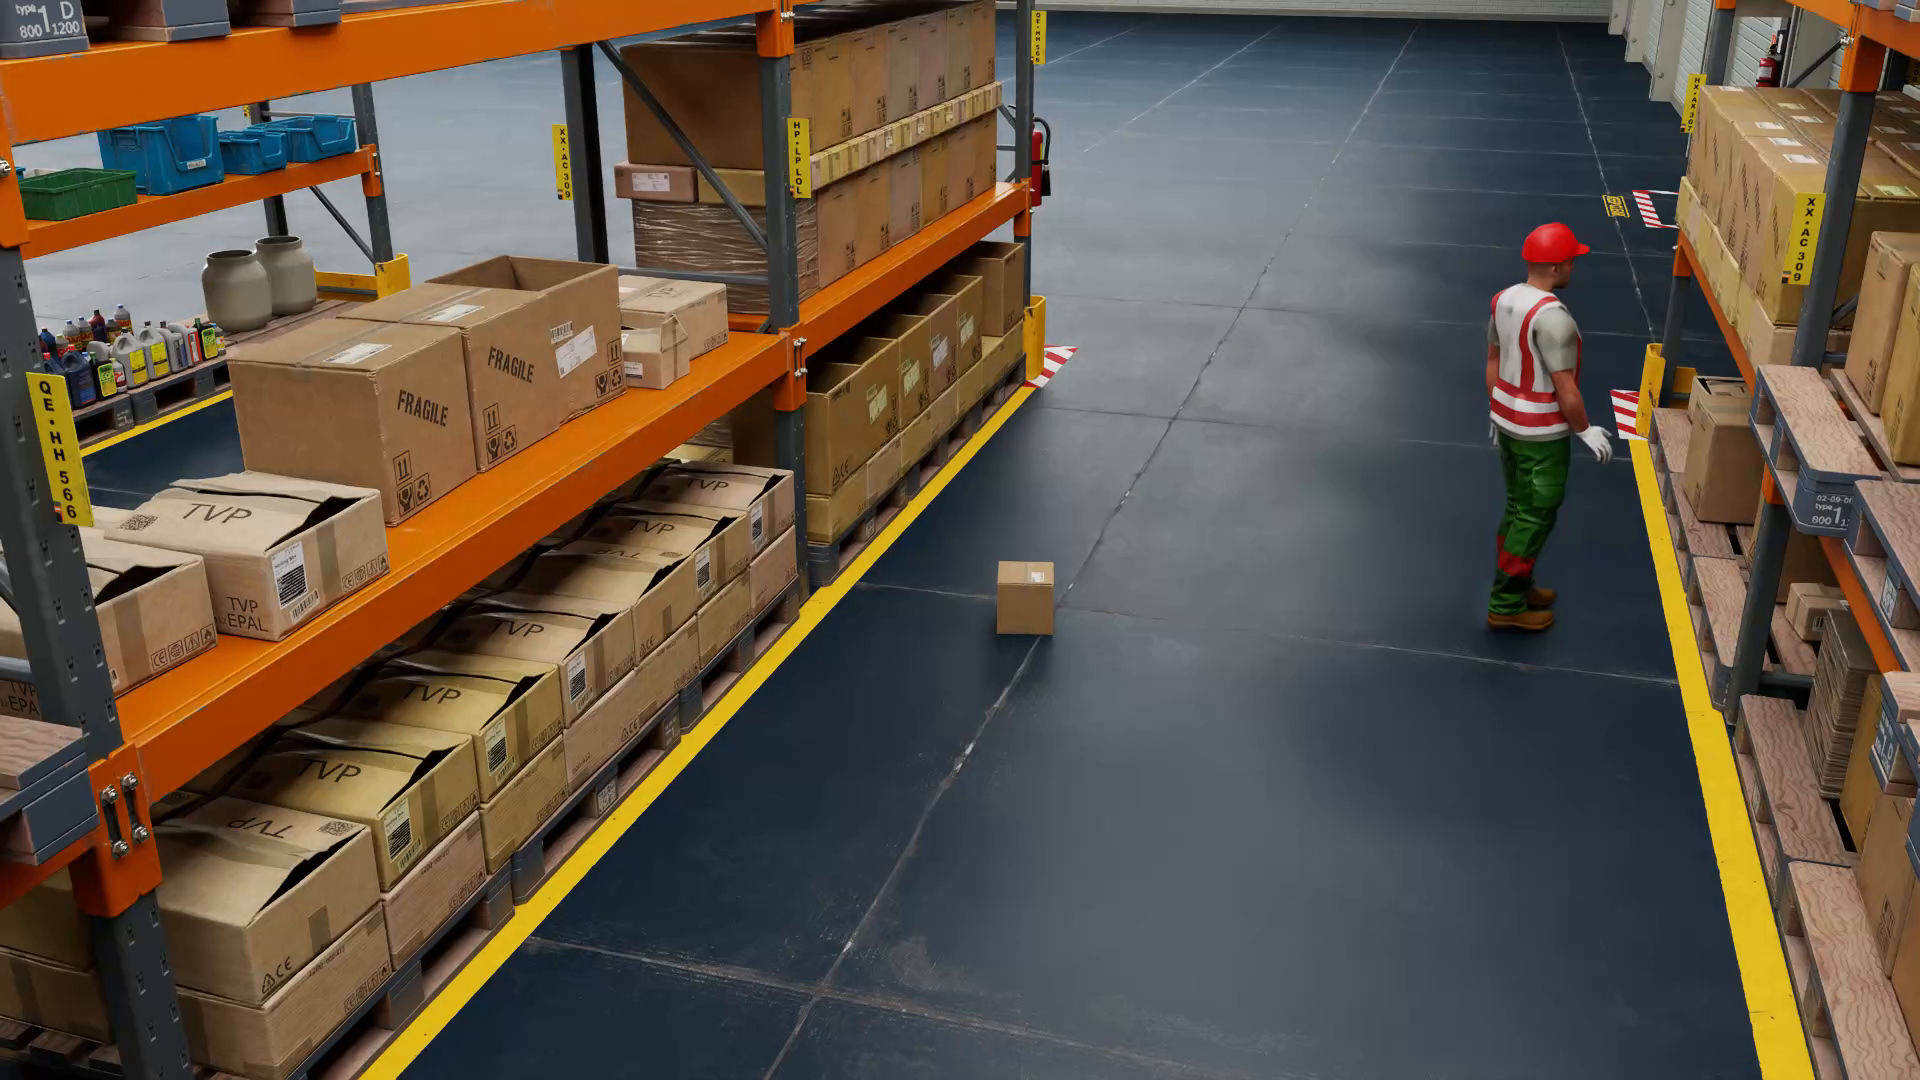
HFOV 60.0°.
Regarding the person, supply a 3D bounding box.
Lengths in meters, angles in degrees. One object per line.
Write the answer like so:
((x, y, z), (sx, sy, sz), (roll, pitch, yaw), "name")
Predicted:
((2.557, -0.482, 7.239), (0.500, 1.805, 0.586), (-3, 22, -8), "person")
